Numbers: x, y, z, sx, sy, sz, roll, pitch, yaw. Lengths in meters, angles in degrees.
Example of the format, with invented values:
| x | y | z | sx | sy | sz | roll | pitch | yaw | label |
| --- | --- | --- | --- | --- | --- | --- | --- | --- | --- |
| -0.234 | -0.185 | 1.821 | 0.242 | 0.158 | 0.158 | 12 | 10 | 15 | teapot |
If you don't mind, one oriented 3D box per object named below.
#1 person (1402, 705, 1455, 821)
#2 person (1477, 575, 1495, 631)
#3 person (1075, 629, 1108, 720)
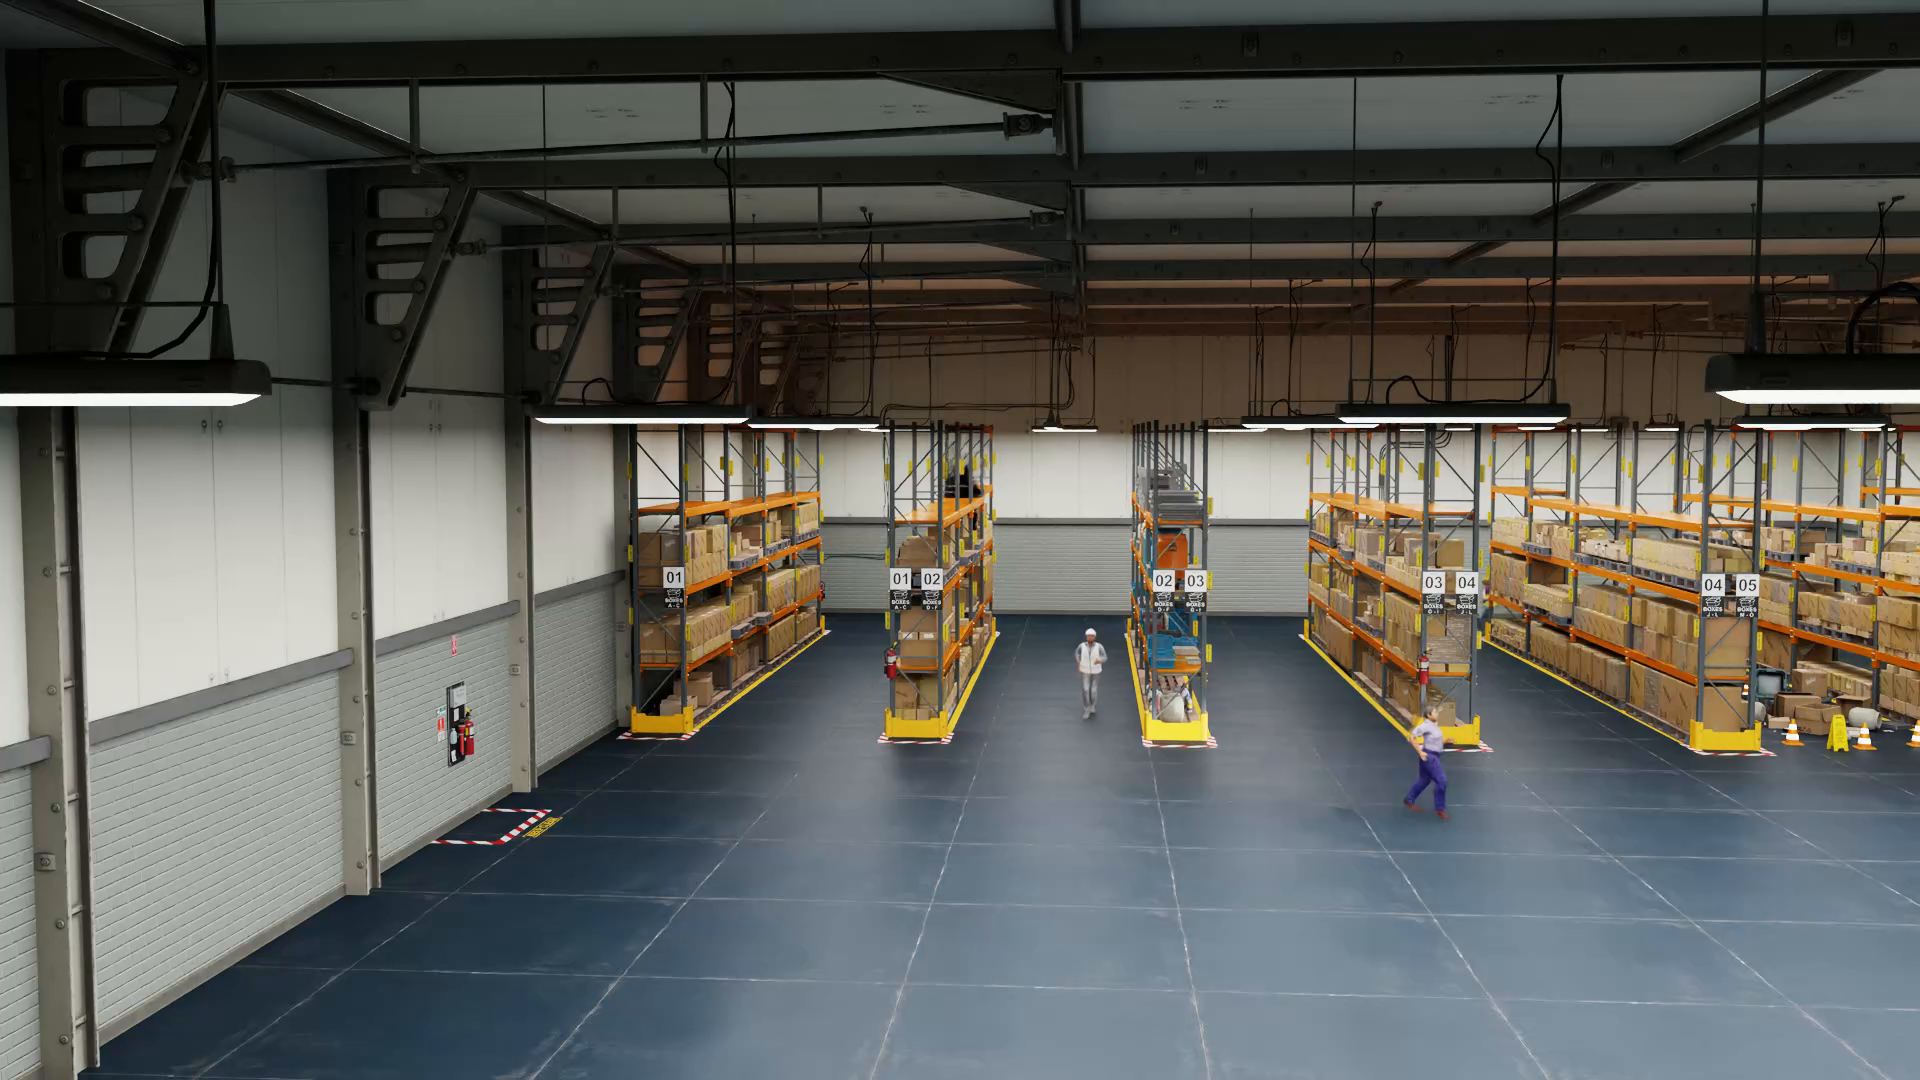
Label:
| x | y | z | sx | sy | sz | roll | pitch | yaw | label |
| --- | --- | --- | --- | --- | --- | --- | --- | --- | --- |
| 7.012 | 3.326 | 24.883 | 0.755 | 1.711 | 0.583 | 2 | 4 | 24 | person |
| 15.021 | 1.853 | 47.592 | 0.790 | 1.702 | 0.971 | 0 | 4 | 7 | person |
| 2.669 | 2.697 | 33.782 | 0.649 | 1.809 | 0.834 | 0 | 4 | 3 | person |
